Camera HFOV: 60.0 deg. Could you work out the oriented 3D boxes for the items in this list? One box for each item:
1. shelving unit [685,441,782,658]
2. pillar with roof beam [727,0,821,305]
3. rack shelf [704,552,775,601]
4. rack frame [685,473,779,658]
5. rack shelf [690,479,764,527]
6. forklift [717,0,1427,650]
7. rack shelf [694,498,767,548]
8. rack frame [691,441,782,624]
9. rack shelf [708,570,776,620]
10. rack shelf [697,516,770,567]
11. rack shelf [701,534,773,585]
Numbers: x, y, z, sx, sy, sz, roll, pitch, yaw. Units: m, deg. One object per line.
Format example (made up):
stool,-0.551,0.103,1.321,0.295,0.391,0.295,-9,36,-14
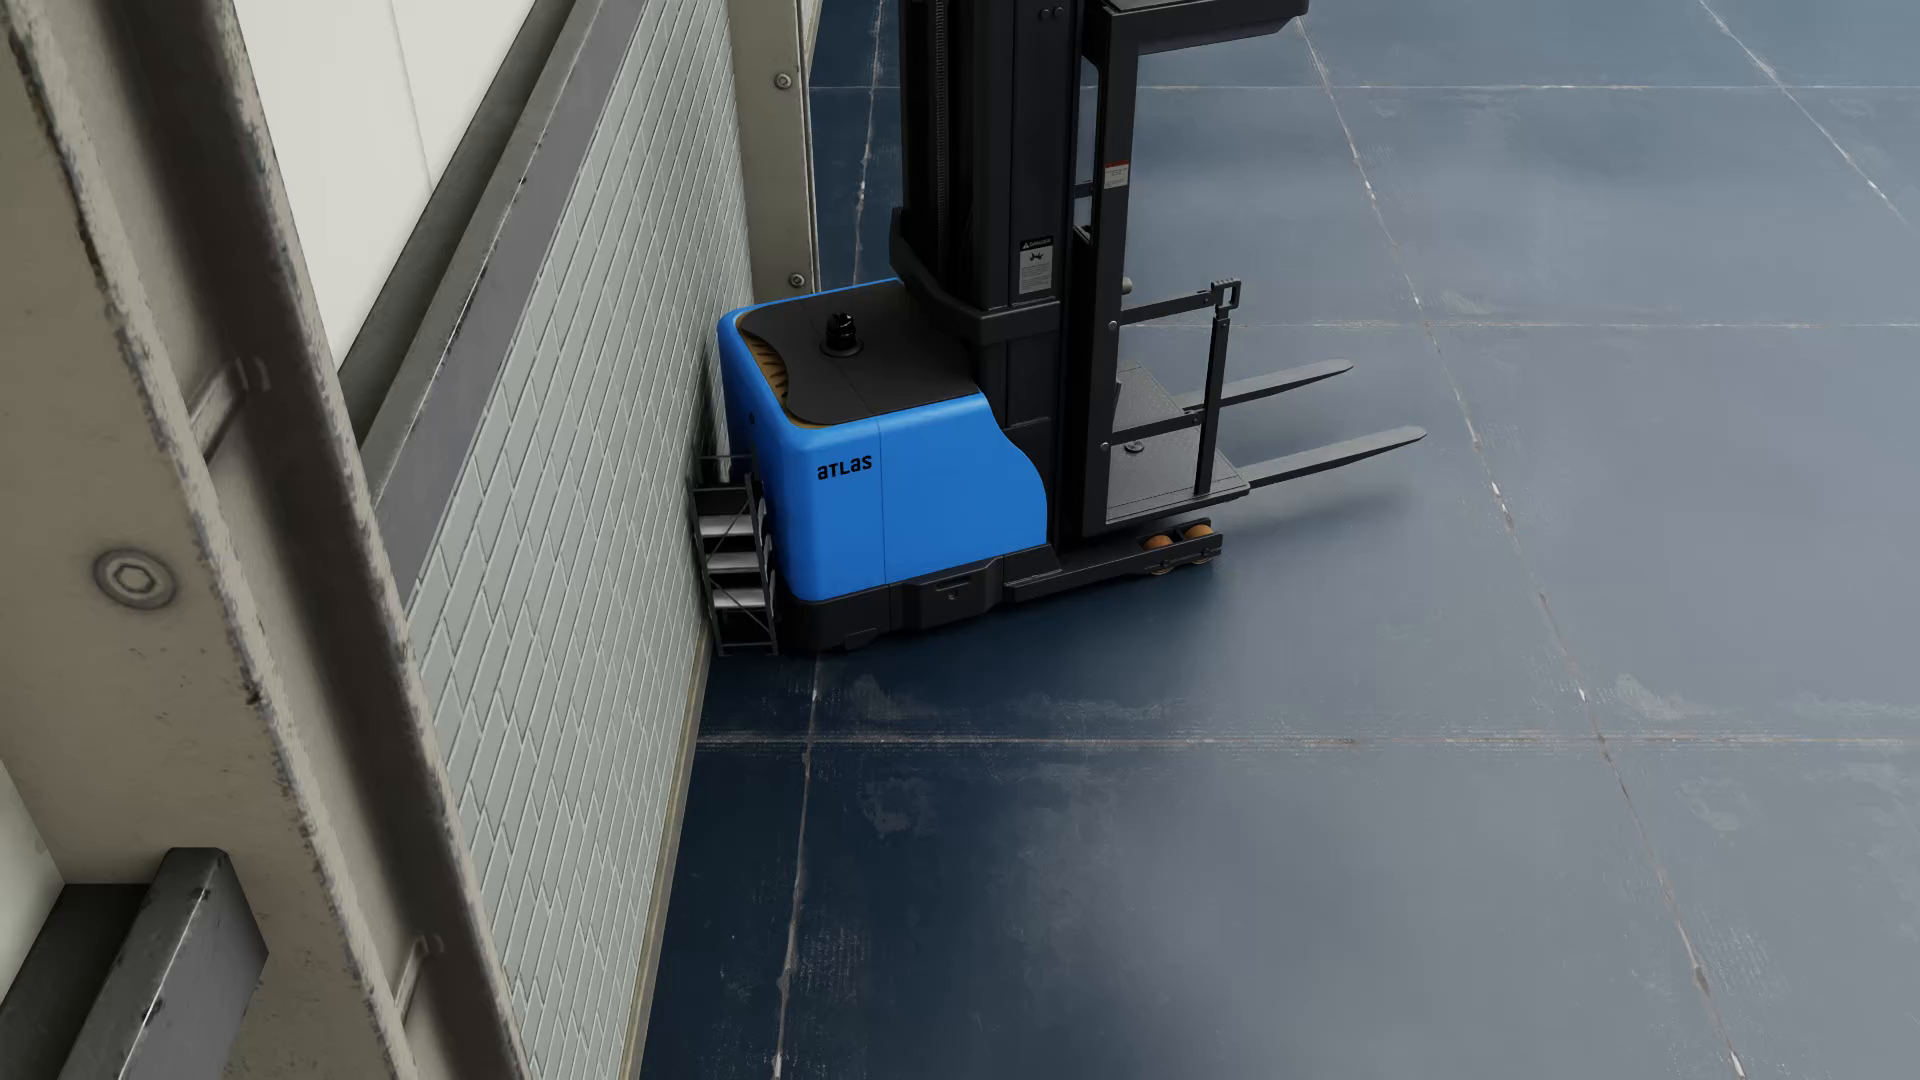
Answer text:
shelving unit,-0.869,0.050,6.459,0.258,0.900,0.210,-2,39,1
pillar with roof beam,3.419,-4.628,5.830,9.100,9.000,0.400,0,39,0
rack shelf,-0.863,0.146,6.536,0.258,0.077,0.200,-2,39,1
rack frame,-0.868,0.114,6.380,0.240,0.900,0.006,-2,39,1
rack shelf,-0.881,-0.134,6.311,0.258,0.077,0.200,-2,39,1
forklift,0.579,-1.289,6.515,3.031,2.935,1.130,-14,41,-17
rack shelf,-0.877,-0.064,6.368,0.258,0.077,0.200,-2,39,1
rack frame,-0.870,-0.014,6.539,0.240,0.900,0.006,-2,39,1
rack shelf,-0.859,0.216,6.593,0.258,0.077,0.200,-2,39,1
rack shelf,-0.872,0.006,6.424,0.258,0.077,0.200,-2,39,1
rack shelf,-0.868,0.076,6.480,0.258,0.077,0.200,-2,39,1
